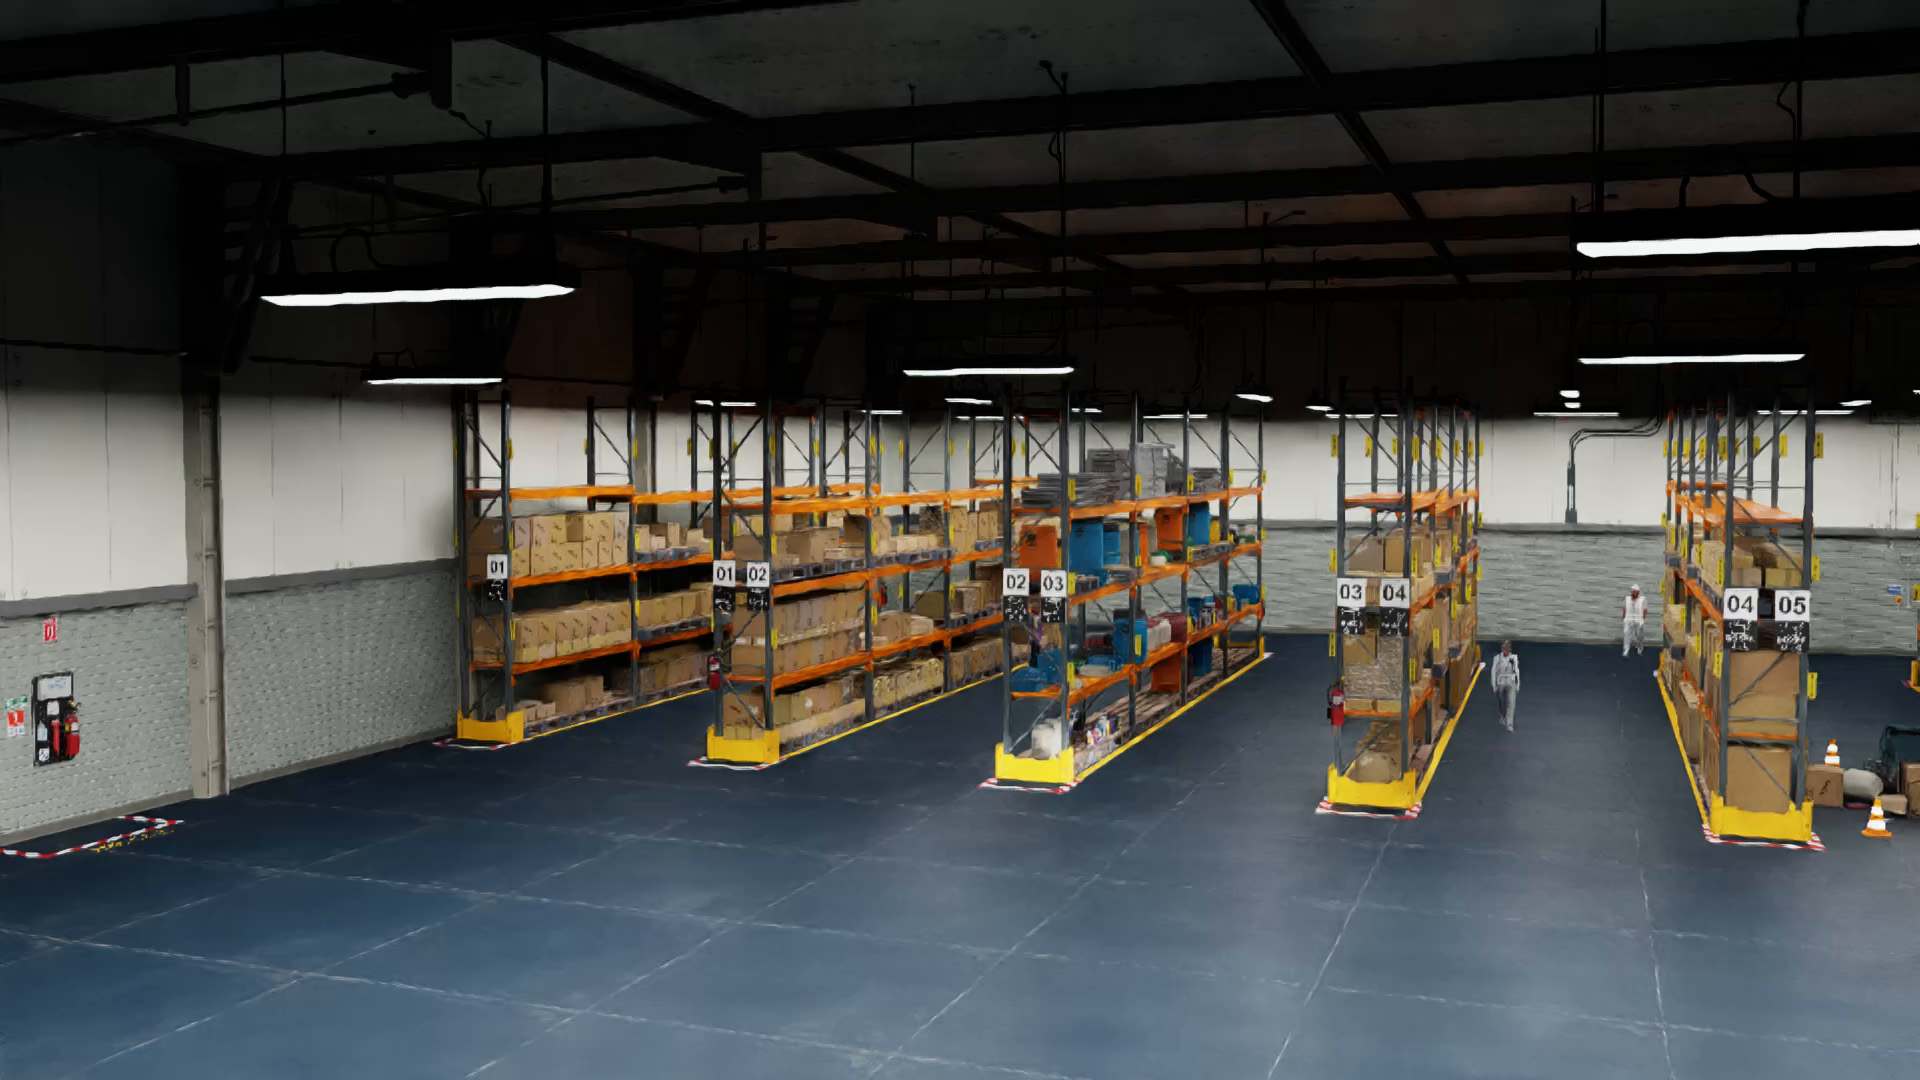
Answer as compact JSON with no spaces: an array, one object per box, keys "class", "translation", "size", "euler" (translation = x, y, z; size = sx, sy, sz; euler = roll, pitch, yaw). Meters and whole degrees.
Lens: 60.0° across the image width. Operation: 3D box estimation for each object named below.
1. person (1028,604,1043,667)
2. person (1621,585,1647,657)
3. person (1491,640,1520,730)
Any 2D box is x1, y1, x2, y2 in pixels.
[{"class":"person","translation":[1.659,2.192,36.199],"size":[0.347,1.600,0.532],"euler":[0,3,1]},{"class":"person","translation":[16.204,1.931,39.931],"size":[0.552,1.724,1.037],"euler":[2,4,29]},{"class":"person","translation":[9.730,2.554,29.683],"size":[0.495,1.587,1.086],"euler":[1,3,23]}]
